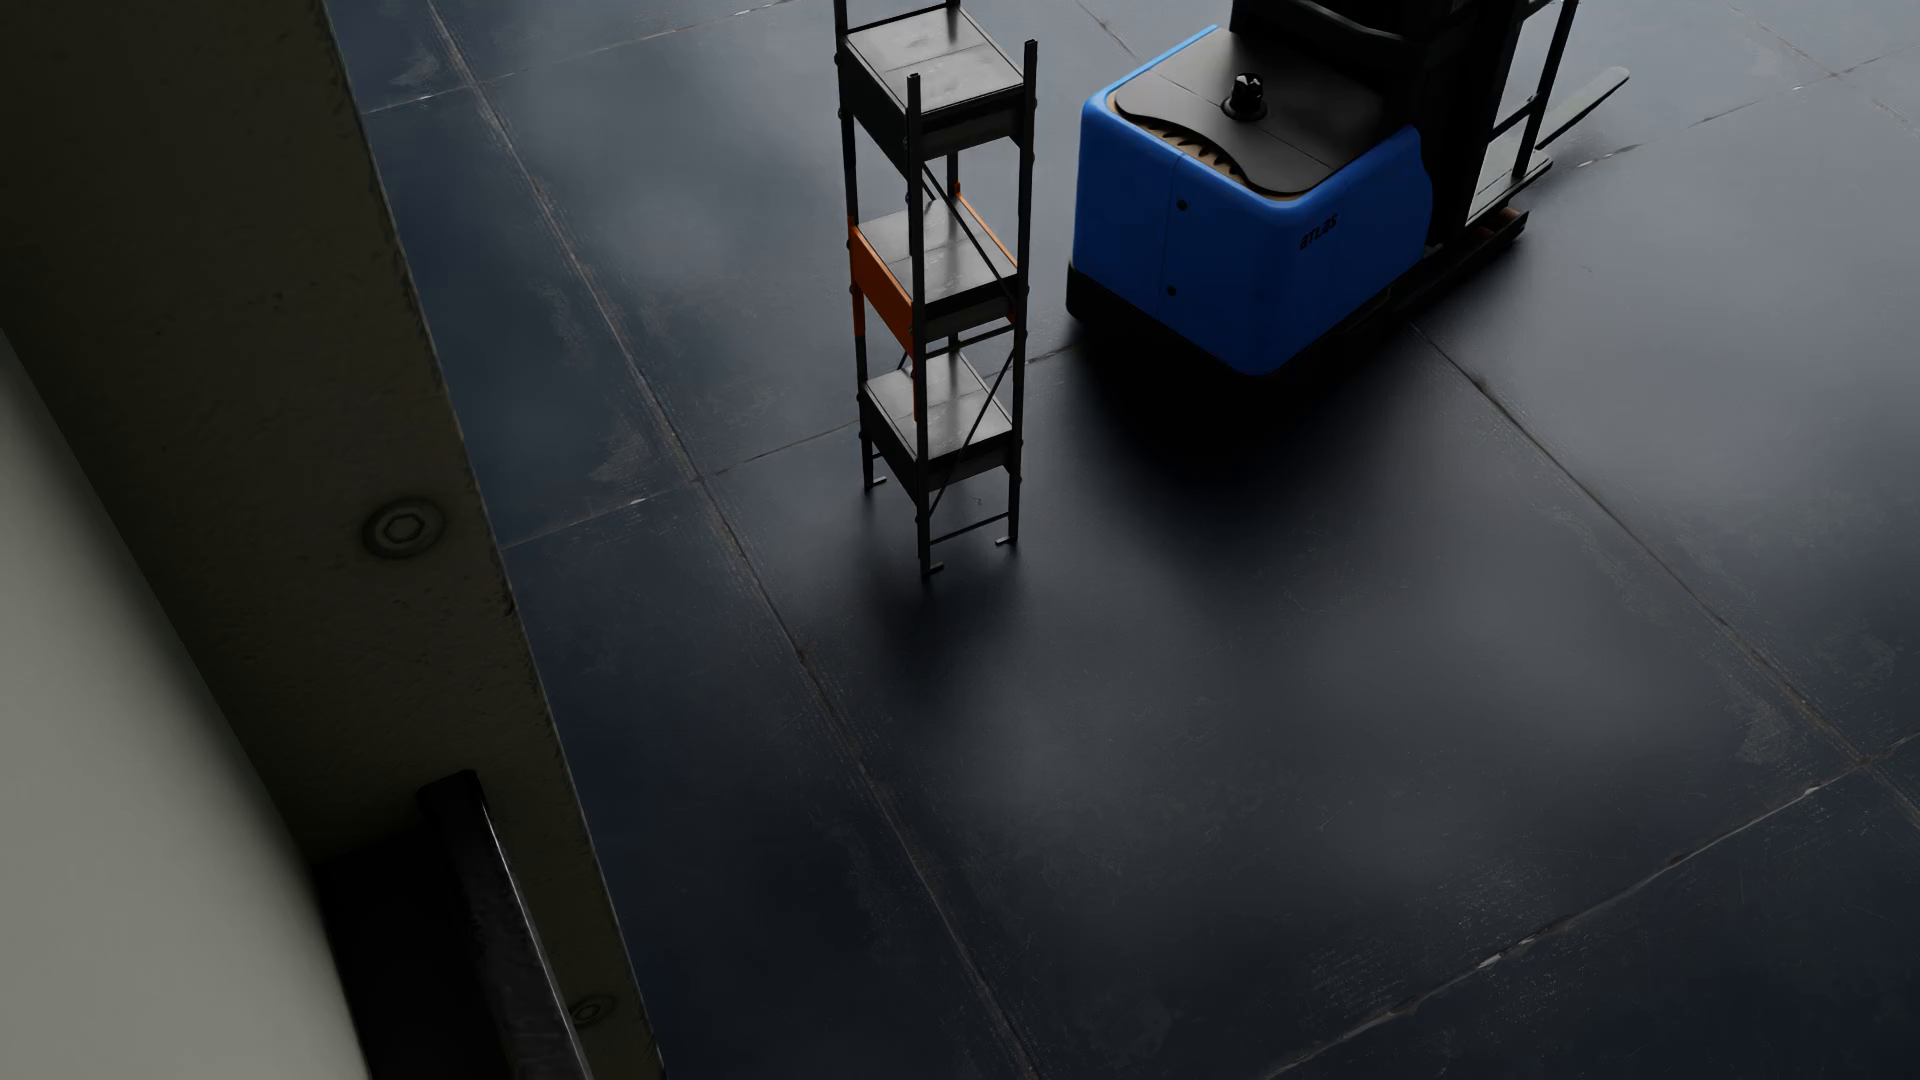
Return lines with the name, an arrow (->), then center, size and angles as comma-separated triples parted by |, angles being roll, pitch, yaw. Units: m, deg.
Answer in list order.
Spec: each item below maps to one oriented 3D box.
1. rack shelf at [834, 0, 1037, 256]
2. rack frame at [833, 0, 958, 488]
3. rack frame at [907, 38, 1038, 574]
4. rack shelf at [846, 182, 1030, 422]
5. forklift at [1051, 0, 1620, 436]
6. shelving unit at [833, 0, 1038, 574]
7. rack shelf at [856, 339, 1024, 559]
rack shelf -> -0.076, -1.254, 5.004 | 0.431, 0.518, 0.480 | -21, 52, -18
rack frame -> -0.187, -0.965, 5.663 | 0.400, 2.100, 0.015 | -21, 52, -18
rack frame -> 0.036, -0.639, 5.377 | 0.400, 2.100, 0.015 | -21, 52, -18
rack shelf -> -0.076, -0.793, 5.530 | 0.431, 0.518, 0.480 | -21, 52, -18
forklift -> 1.785, -2.368, 6.338 | 3.031, 2.935, 1.130 | -36, 58, -27
shelving unit -> -0.076, -0.802, 5.520 | 0.431, 2.100, 0.503 | -21, 52, -18
rack shelf -> -0.076, -0.332, 6.057 | 0.431, 0.518, 0.480 | -21, 52, -18
